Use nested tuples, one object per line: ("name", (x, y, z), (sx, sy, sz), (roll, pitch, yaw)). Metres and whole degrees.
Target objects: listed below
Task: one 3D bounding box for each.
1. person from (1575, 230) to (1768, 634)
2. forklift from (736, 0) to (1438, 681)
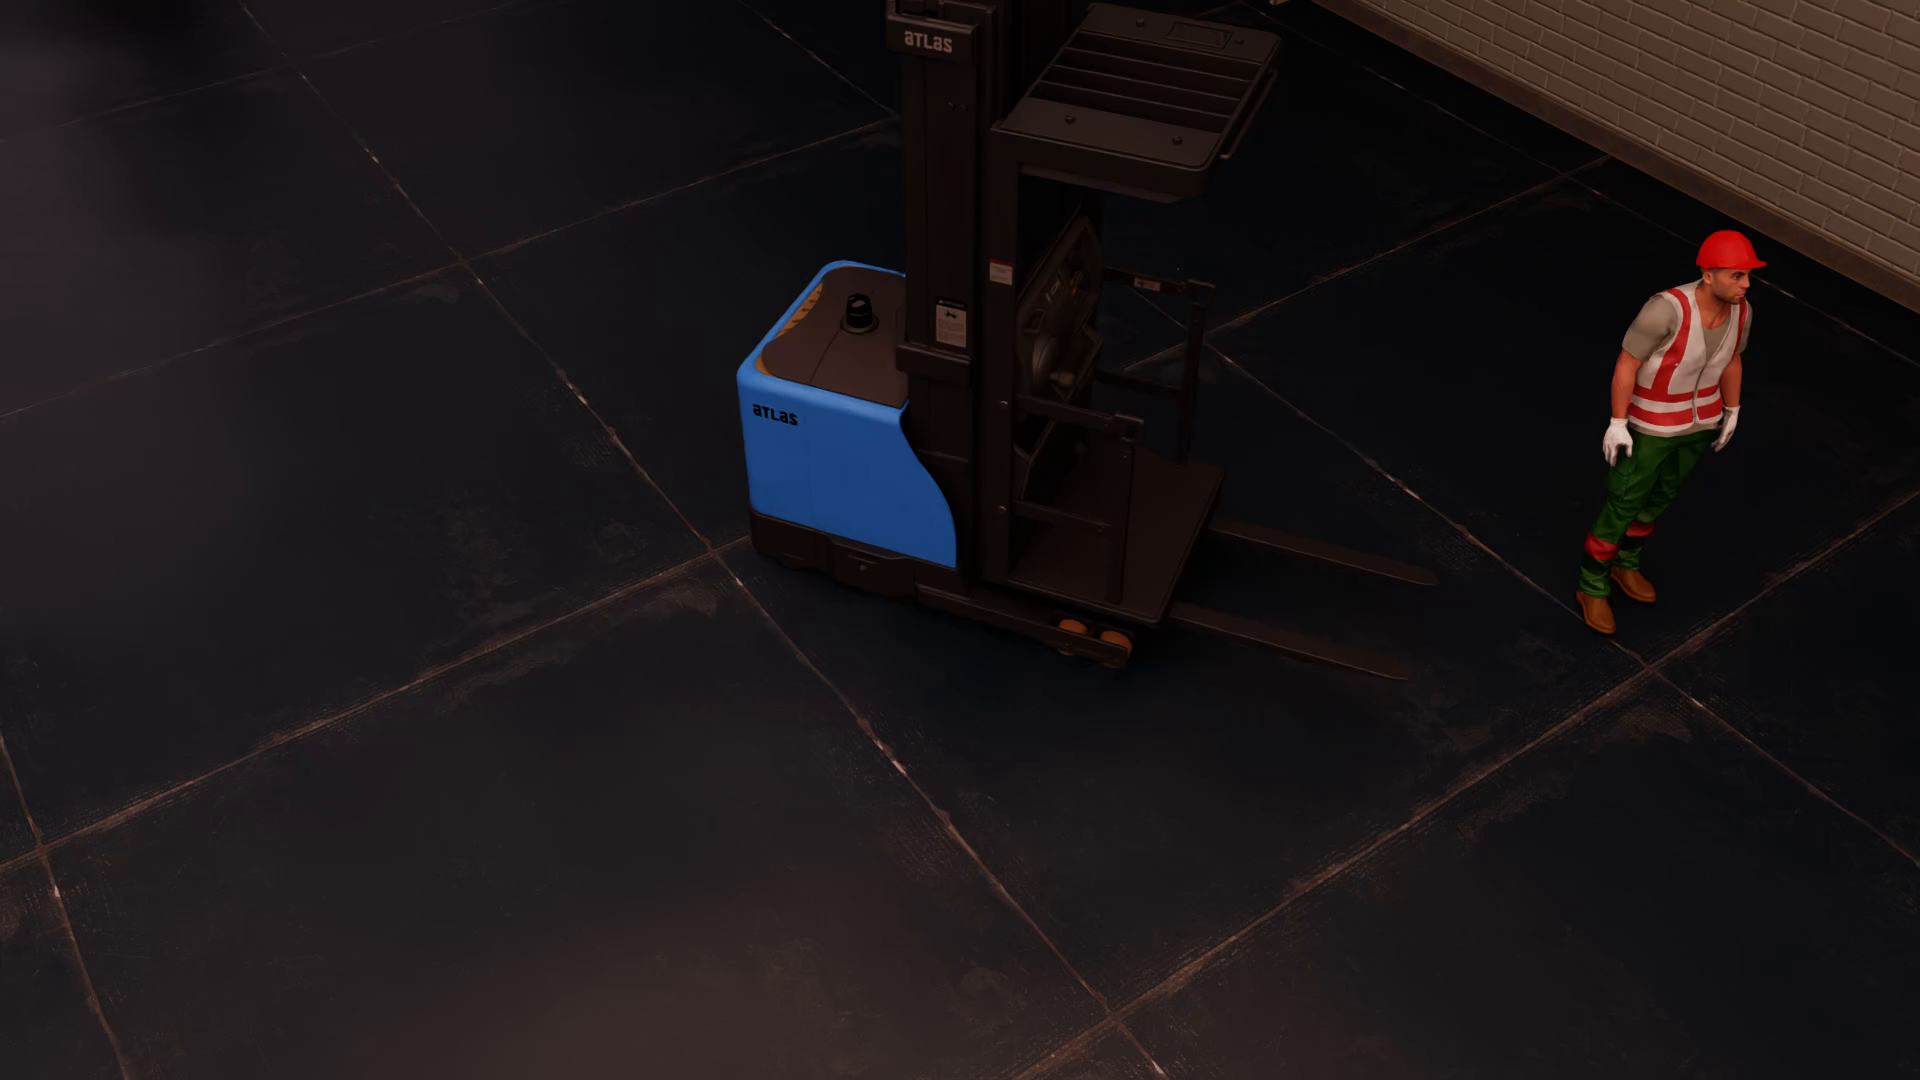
("person", (3.042, -0.449, 7.036), (0.641, 1.788, 0.565), (-11, 44, -12))
("forklift", (0.593, -0.929, 6.723), (3.031, 2.935, 1.130), (15, 45, 16))
